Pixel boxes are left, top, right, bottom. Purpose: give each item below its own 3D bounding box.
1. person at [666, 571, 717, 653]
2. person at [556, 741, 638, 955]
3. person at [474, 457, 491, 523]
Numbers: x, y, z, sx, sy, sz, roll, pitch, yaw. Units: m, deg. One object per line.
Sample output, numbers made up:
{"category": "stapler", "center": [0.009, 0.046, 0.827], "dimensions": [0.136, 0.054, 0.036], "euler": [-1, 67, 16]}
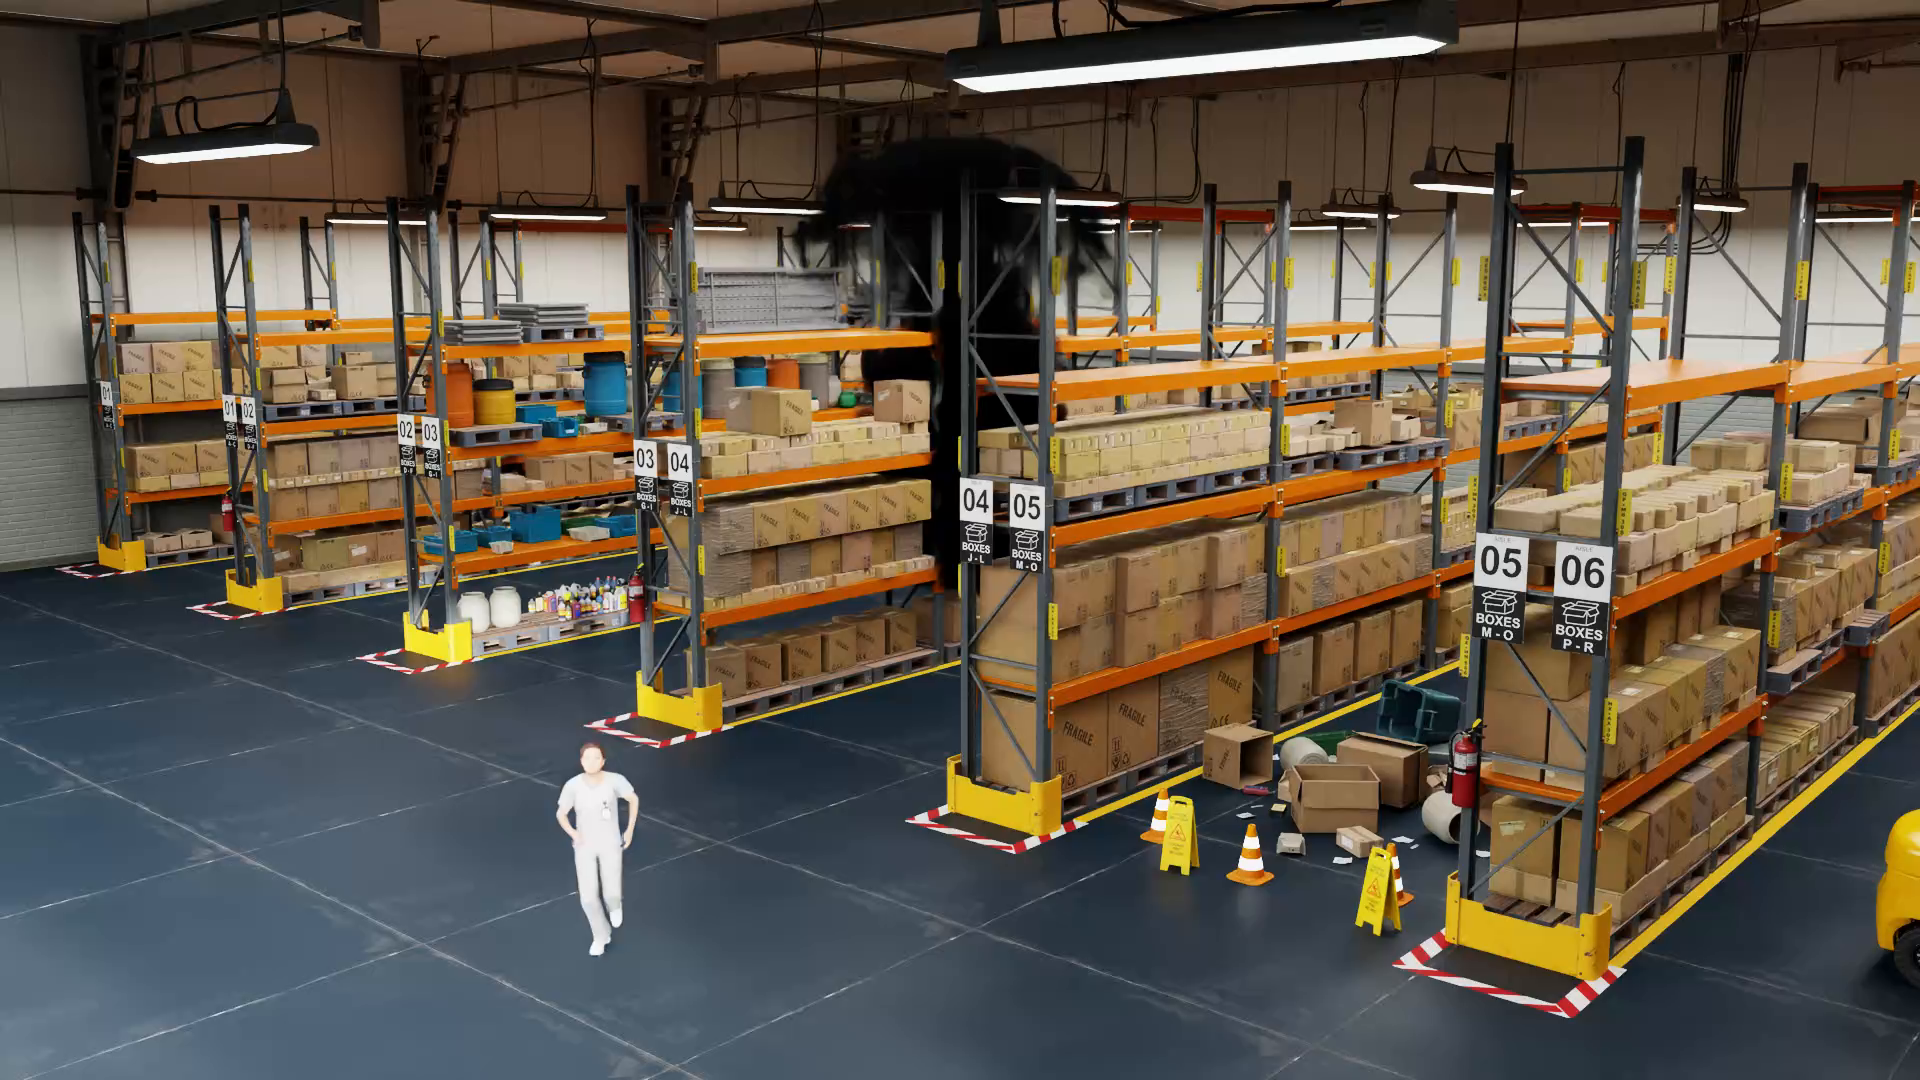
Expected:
{"category": "person", "center": [-3.339, 0.567, 20.900], "dimensions": [0.696, 1.735, 0.558], "euler": [6, 11, 34]}
{"category": "person", "center": [-2.723, 2.311, 12.513], "dimensions": [0.601, 1.636, 0.578], "euler": [-1, 10, -8]}
{"category": "person", "center": [-8.772, -0.689, 30.574], "dimensions": [0.619, 1.692, 0.682], "euler": [8, 12, 38]}
